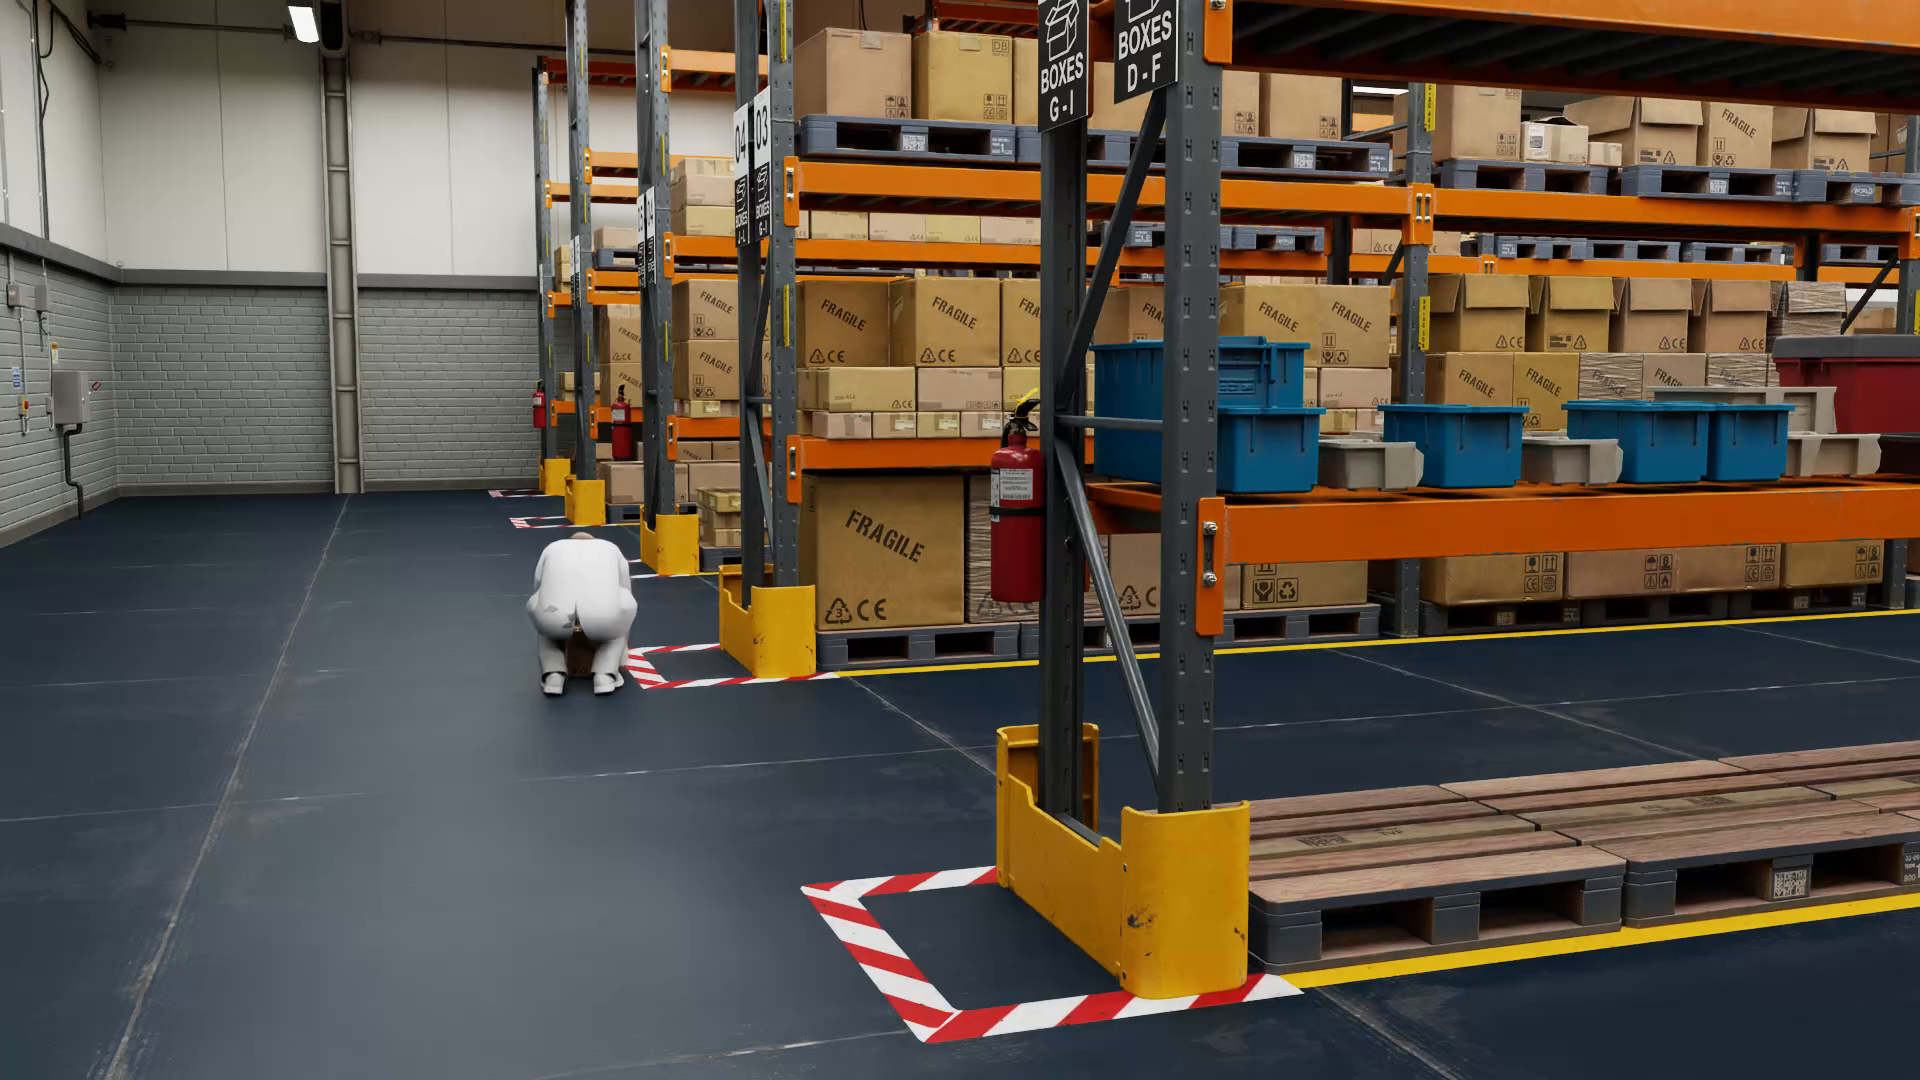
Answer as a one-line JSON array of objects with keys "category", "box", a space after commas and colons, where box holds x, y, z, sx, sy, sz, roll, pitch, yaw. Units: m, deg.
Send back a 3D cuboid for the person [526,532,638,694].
[{"category": "person", "box": [-2.014, 0.403, 8.912, 0.578, 0.825, 0.945, -1, 6, -6]}]
